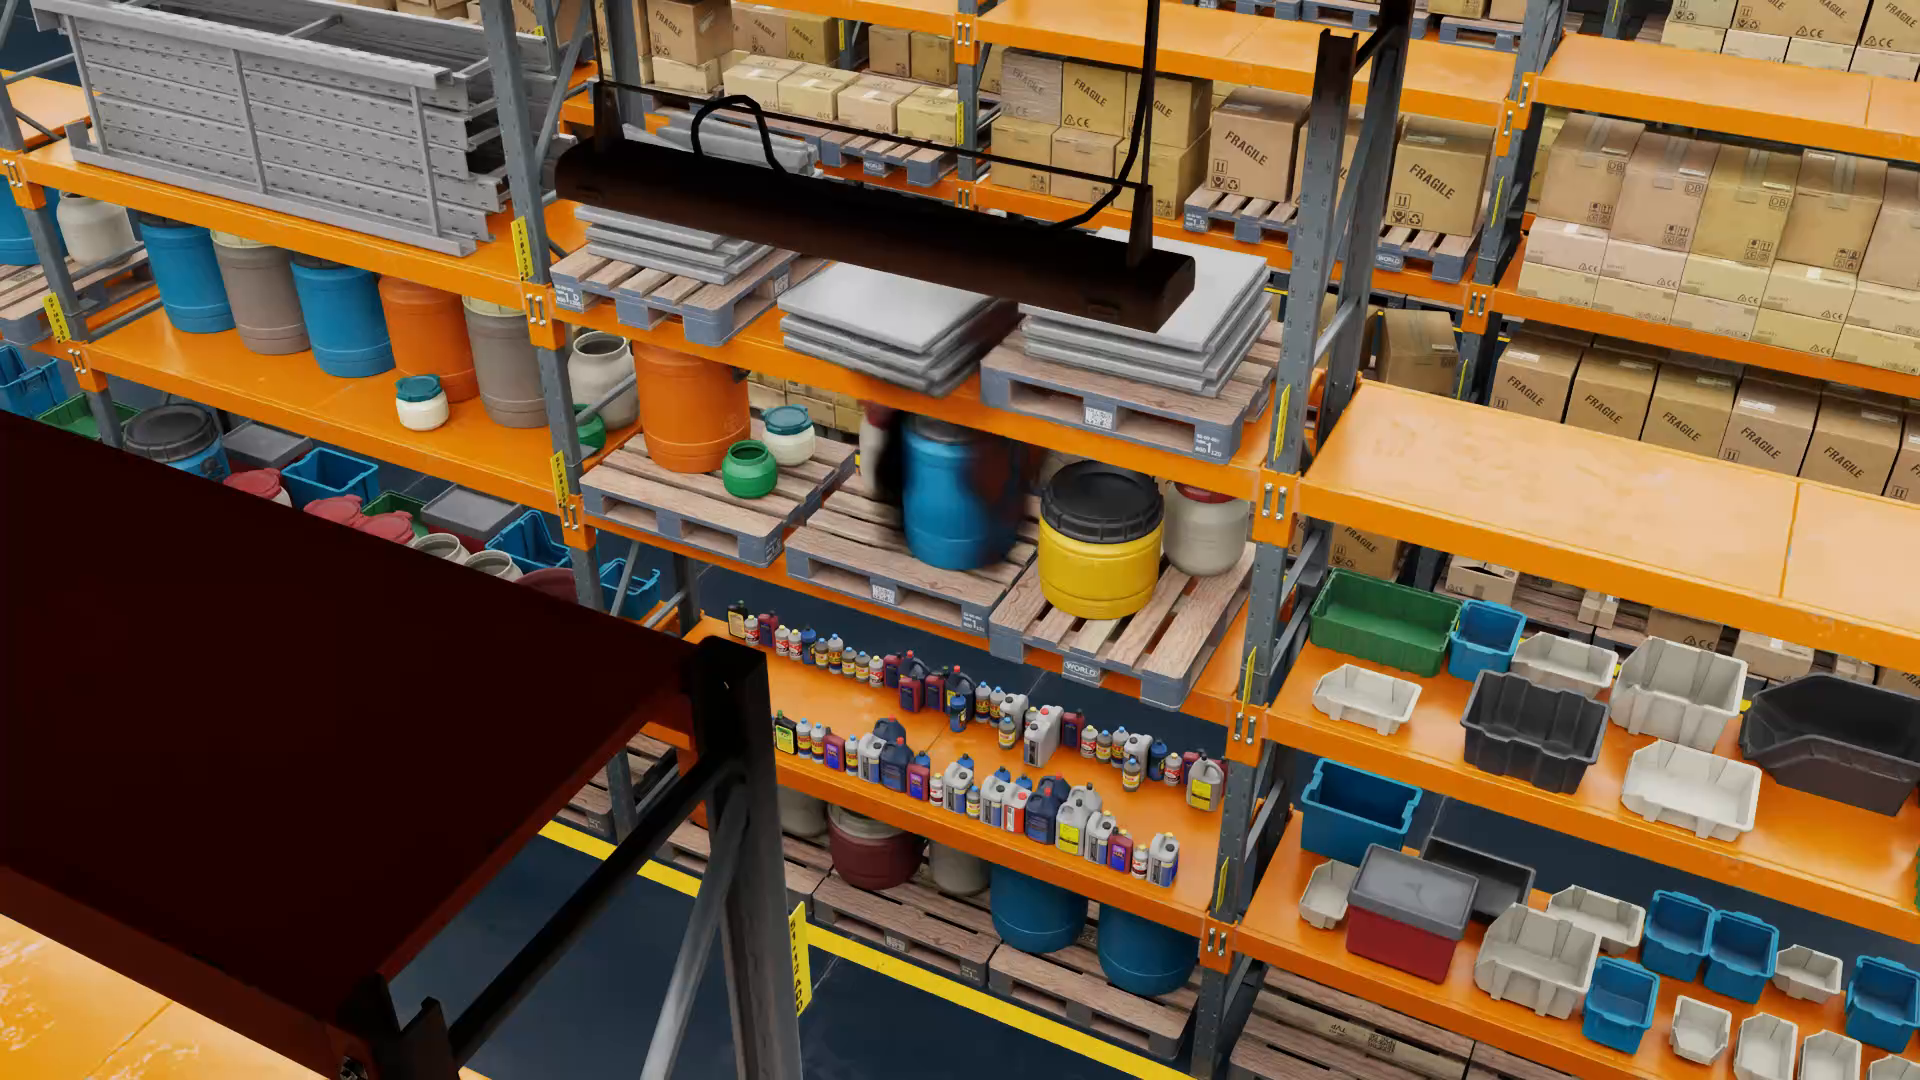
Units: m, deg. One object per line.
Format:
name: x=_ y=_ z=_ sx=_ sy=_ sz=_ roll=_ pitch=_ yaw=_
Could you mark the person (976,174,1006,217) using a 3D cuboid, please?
person: x=0.174 y=-2.700 z=16.194 sx=0.528 sy=1.795 sz=0.622 roll=-21 pitch=40 yaw=-27
